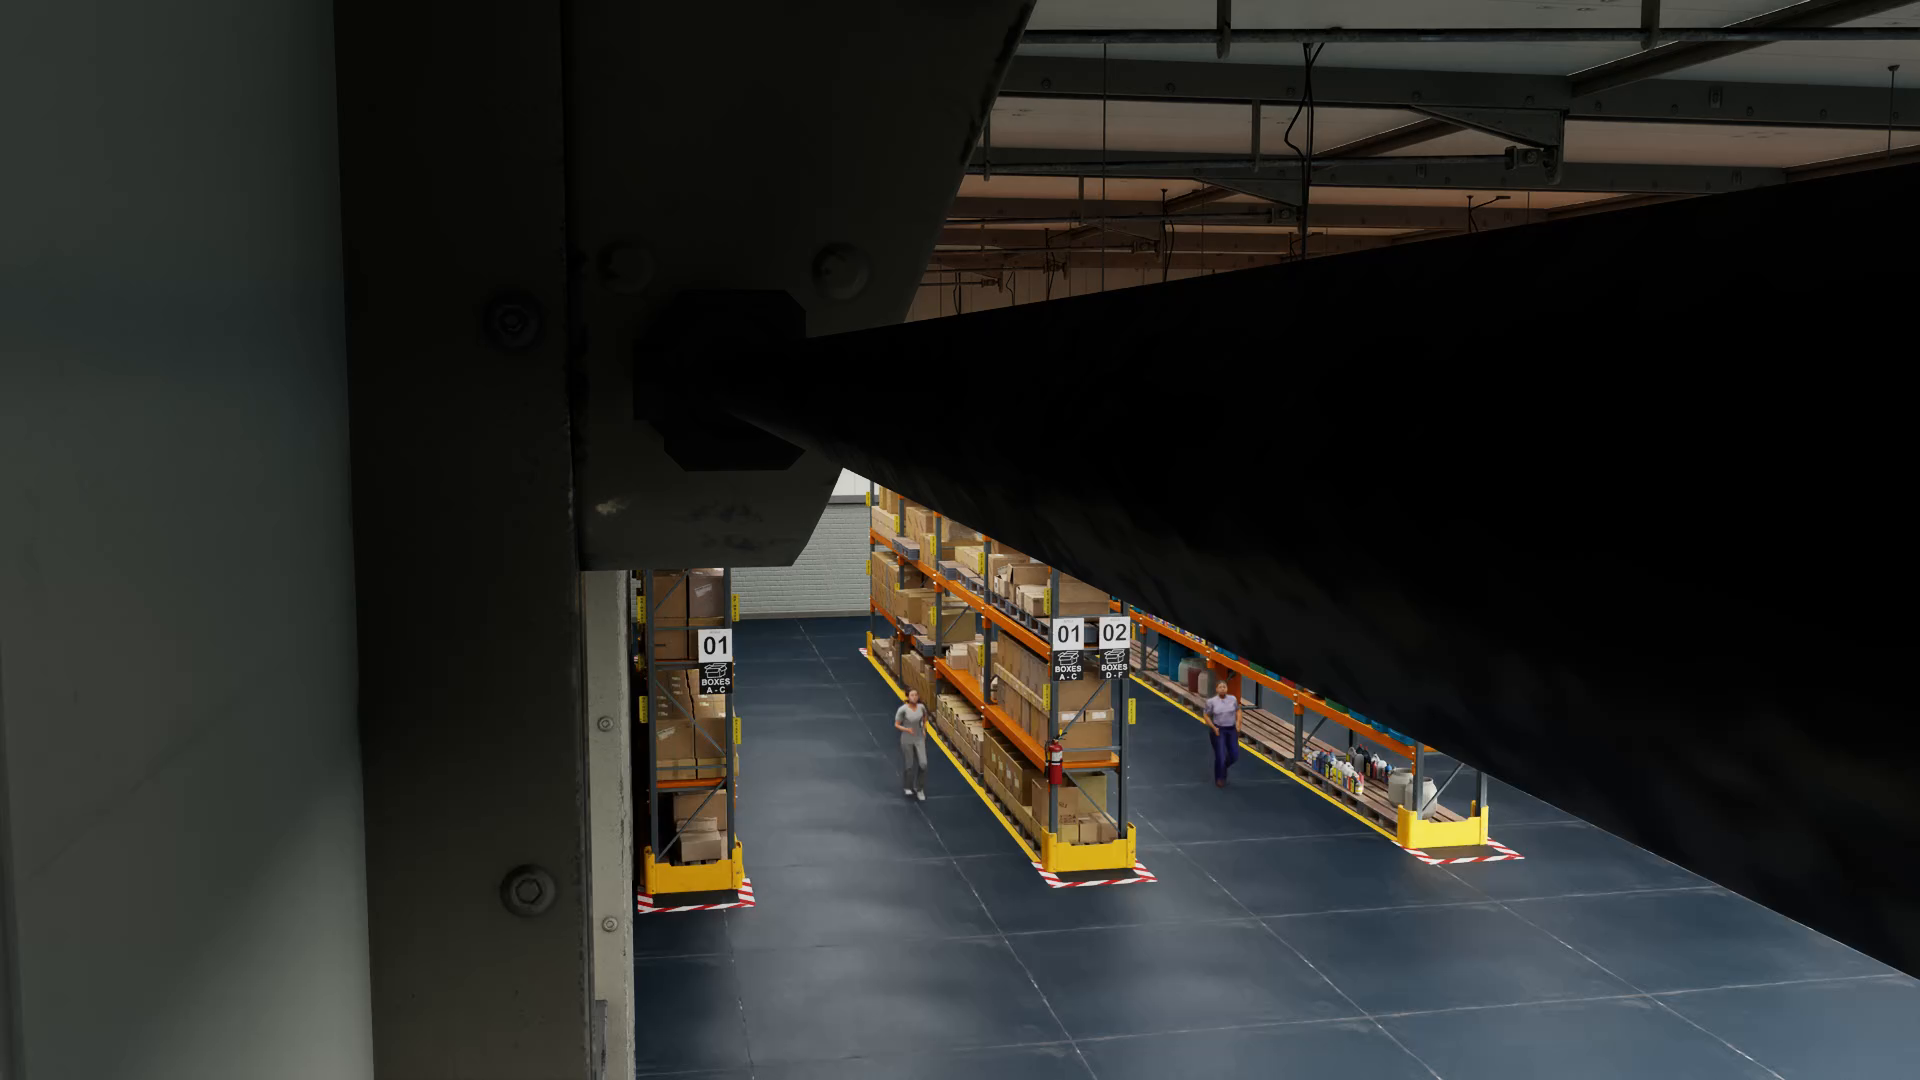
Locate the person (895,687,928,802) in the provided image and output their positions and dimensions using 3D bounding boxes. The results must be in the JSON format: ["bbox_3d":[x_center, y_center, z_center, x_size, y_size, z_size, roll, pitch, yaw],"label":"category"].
[{"bbox_3d":[-0.695,2.975,24.287,0.555,1.681,0.712,-2,6,-17],"label":"person"}]

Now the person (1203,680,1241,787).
[{"bbox_3d":[3.982,2.929,25.098,0.611,1.602,0.490,-1,6,-7],"label":"person"}]
